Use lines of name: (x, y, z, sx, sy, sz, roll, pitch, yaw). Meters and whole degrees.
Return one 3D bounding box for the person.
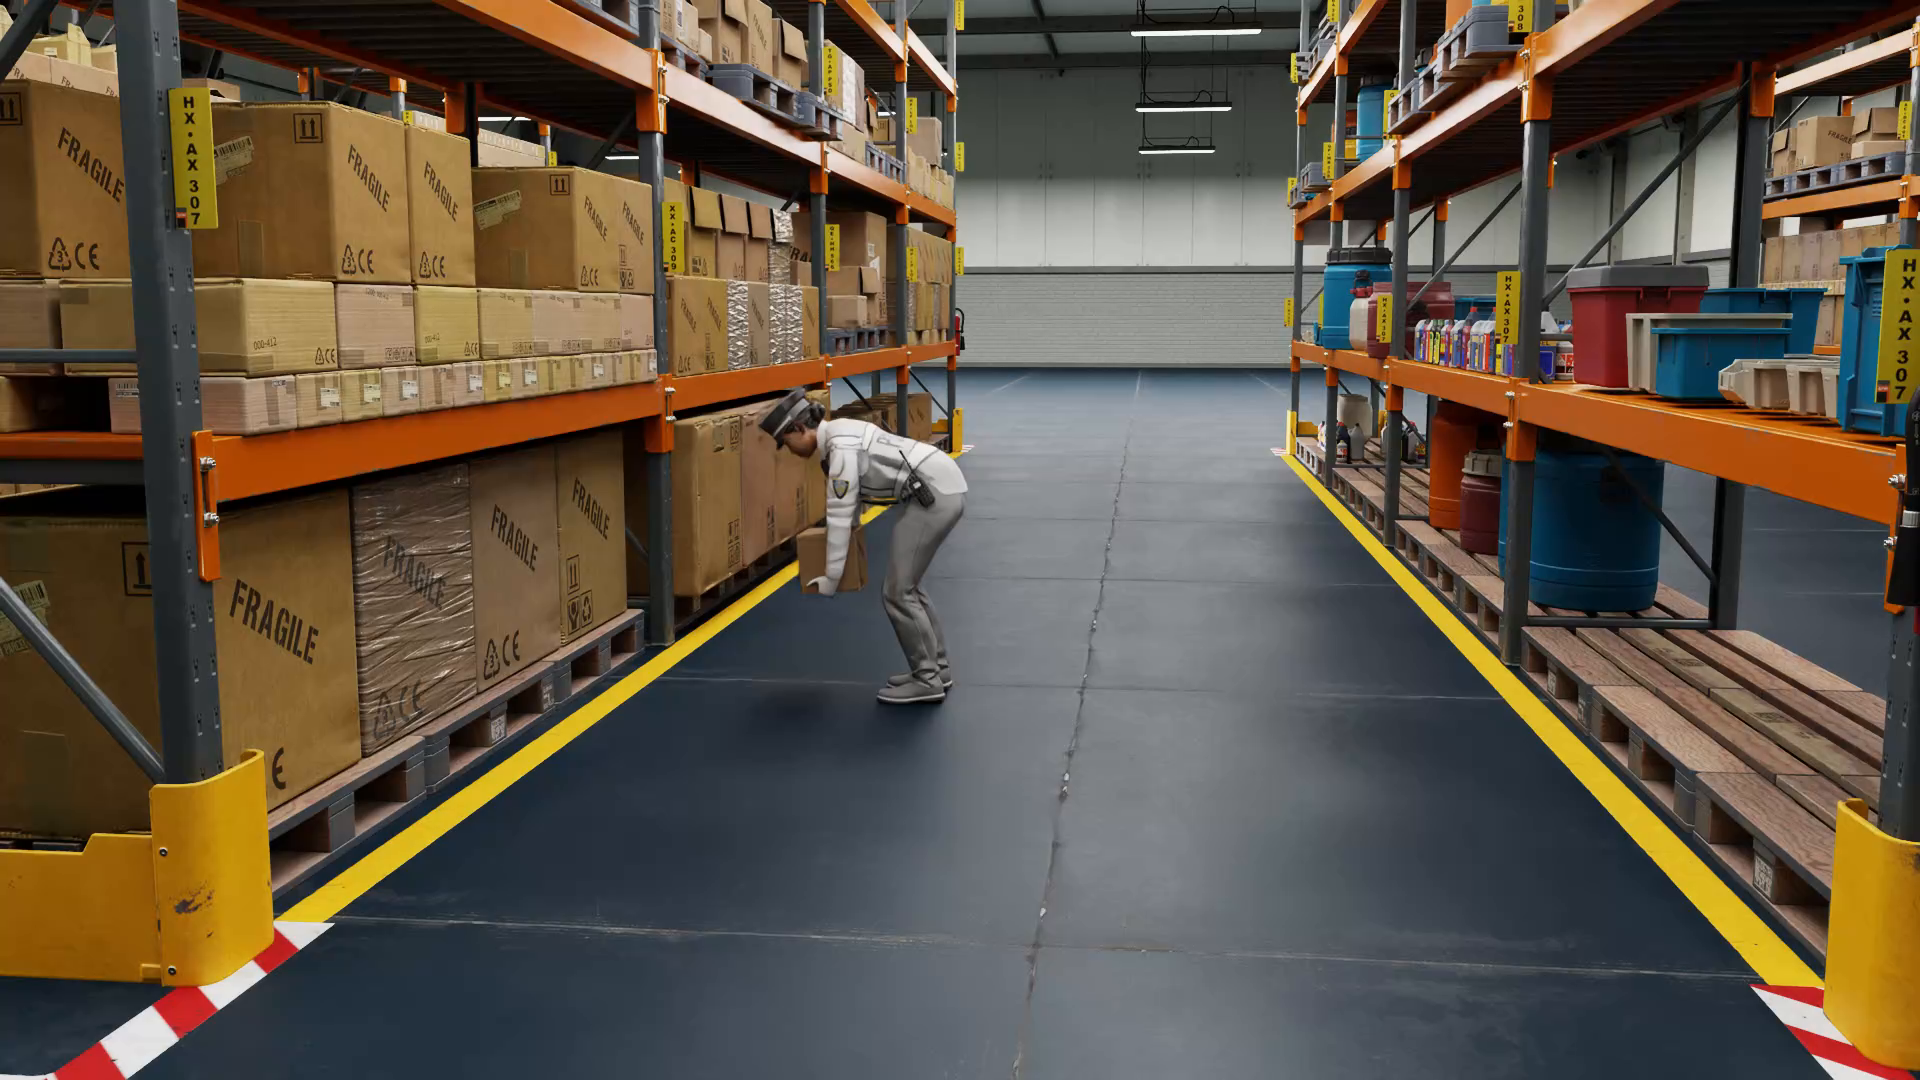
person: (-0.407, 0.018, 7.021, 0.887, 1.306, 0.412, 1, 8, 5)
